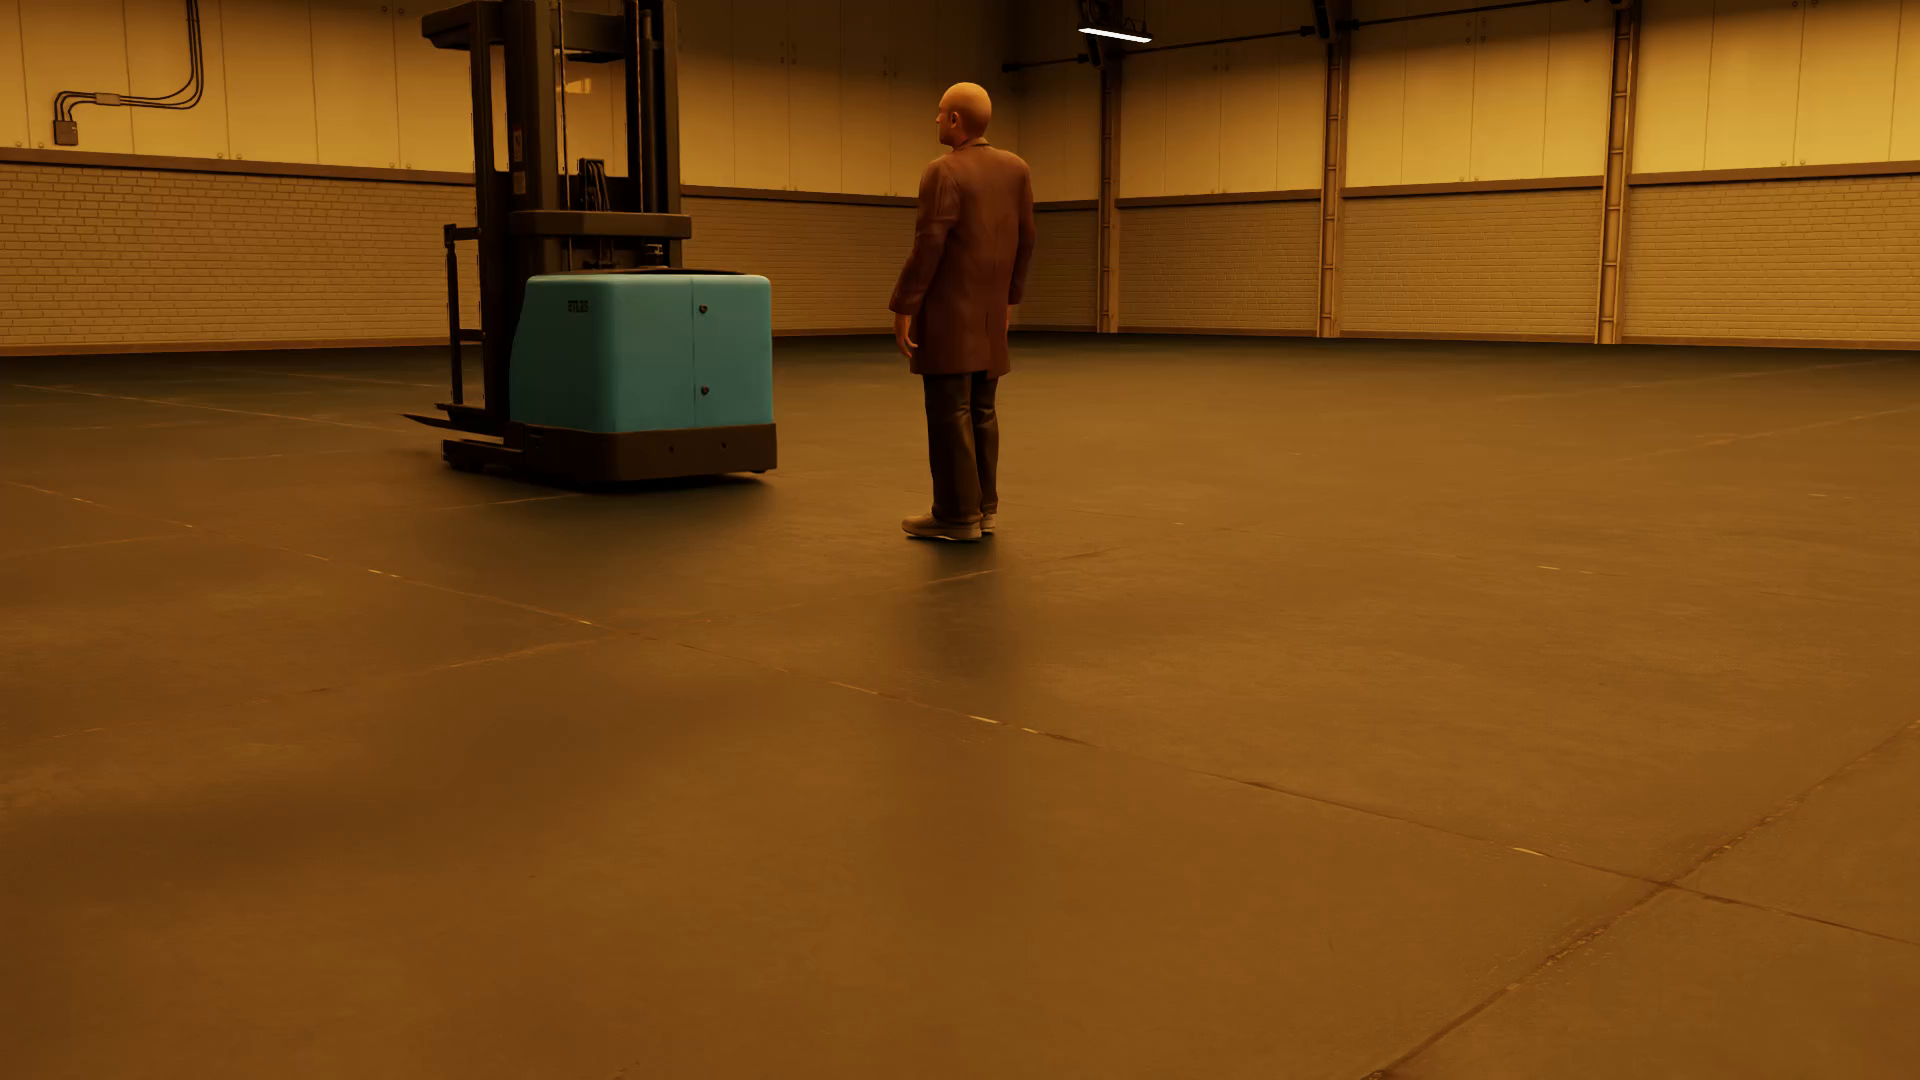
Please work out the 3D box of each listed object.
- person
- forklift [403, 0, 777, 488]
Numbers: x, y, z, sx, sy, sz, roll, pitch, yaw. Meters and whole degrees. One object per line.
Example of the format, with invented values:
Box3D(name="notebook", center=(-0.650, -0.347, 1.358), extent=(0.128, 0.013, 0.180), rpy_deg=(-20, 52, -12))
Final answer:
Box3D(name="person", center=(-0.064, -0.896, 6.650), extent=(0.579, 1.777, 0.698), rpy_deg=(8, 12, 43))
Box3D(name="forklift", center=(-2.287, -1.878, 9.347), extent=(1.130, 2.935, 3.031), rpy_deg=(-7, 11, -39))
